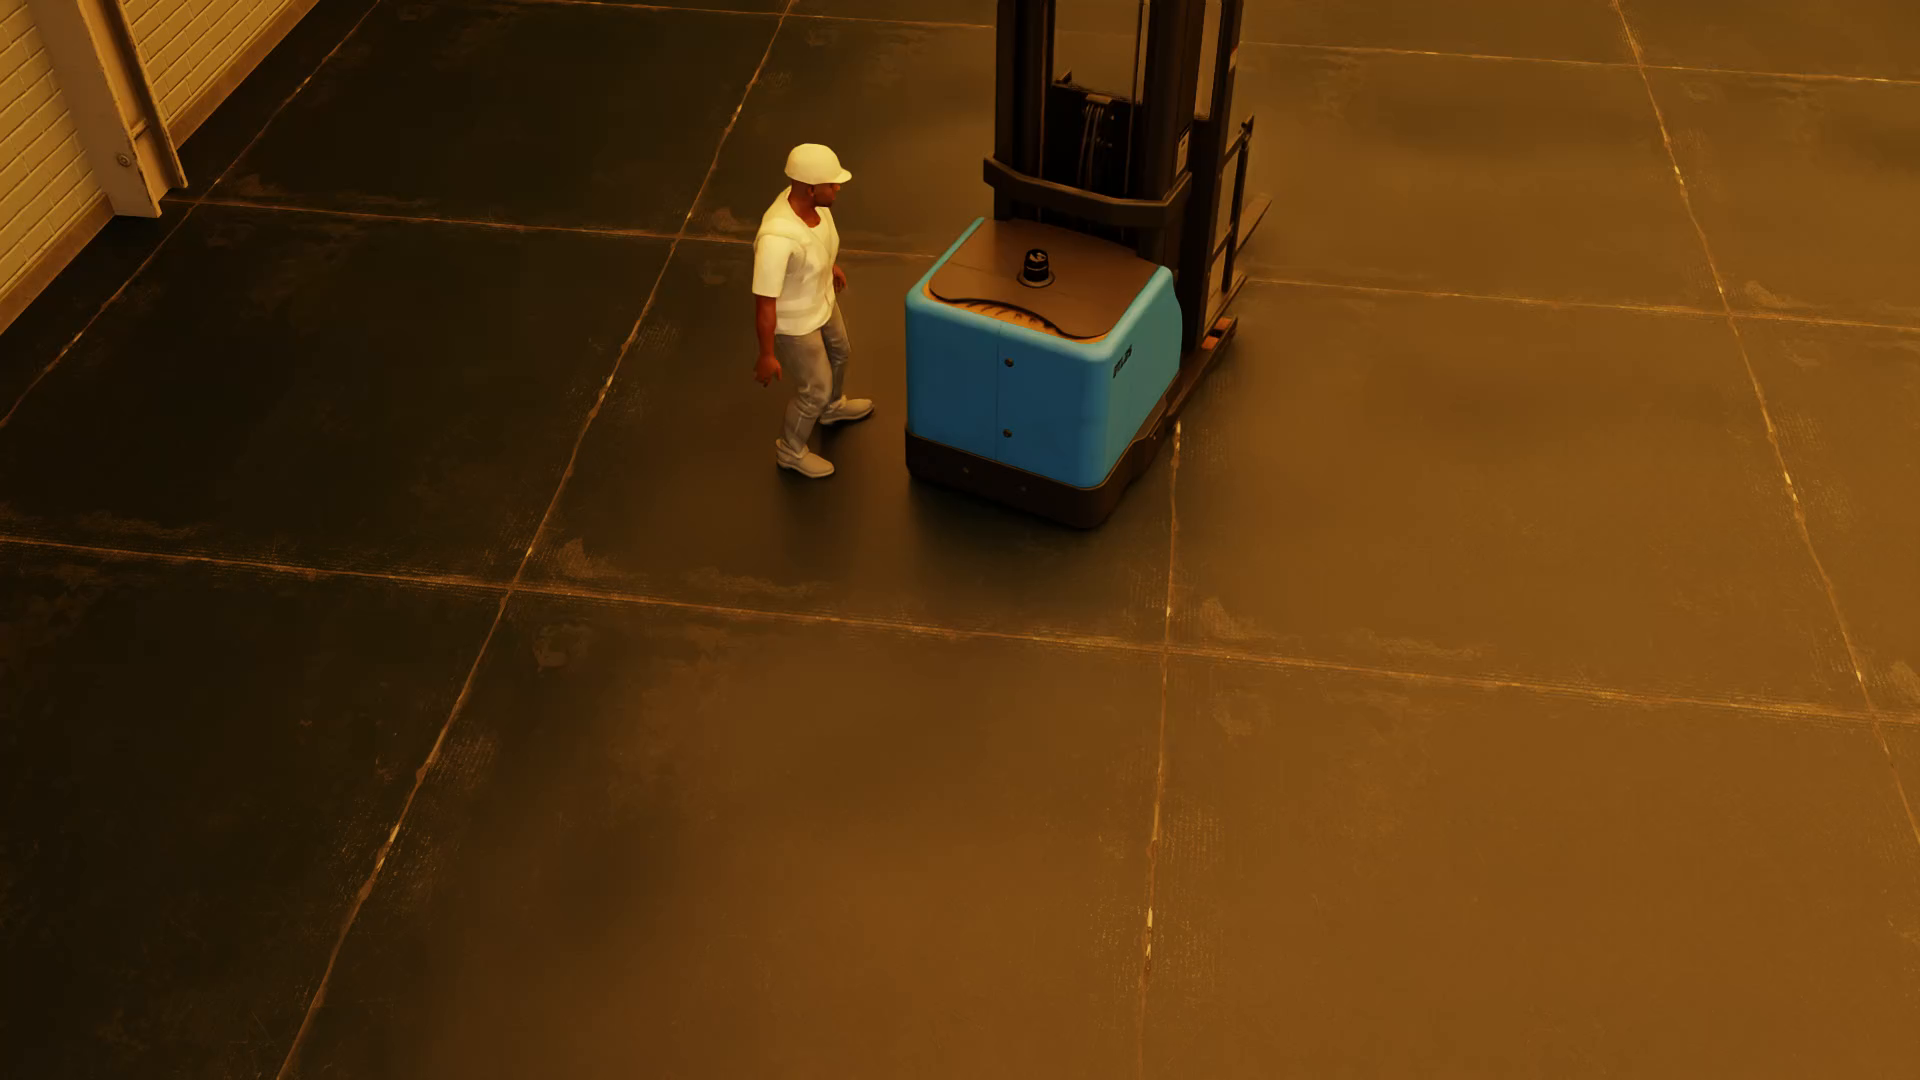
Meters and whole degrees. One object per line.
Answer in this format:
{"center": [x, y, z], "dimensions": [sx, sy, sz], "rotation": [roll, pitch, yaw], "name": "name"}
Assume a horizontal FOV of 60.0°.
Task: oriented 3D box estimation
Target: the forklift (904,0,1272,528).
{"center": [0.848, -2.130, 8.043], "dimensions": [1.130, 2.935, 3.031], "rotation": [19, 46, 19], "name": "forklift"}

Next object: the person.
{"center": [-0.692, -1.075, 7.779], "dimensions": [0.431, 1.735, 0.850], "rotation": [9, 43, 10], "name": "person"}
